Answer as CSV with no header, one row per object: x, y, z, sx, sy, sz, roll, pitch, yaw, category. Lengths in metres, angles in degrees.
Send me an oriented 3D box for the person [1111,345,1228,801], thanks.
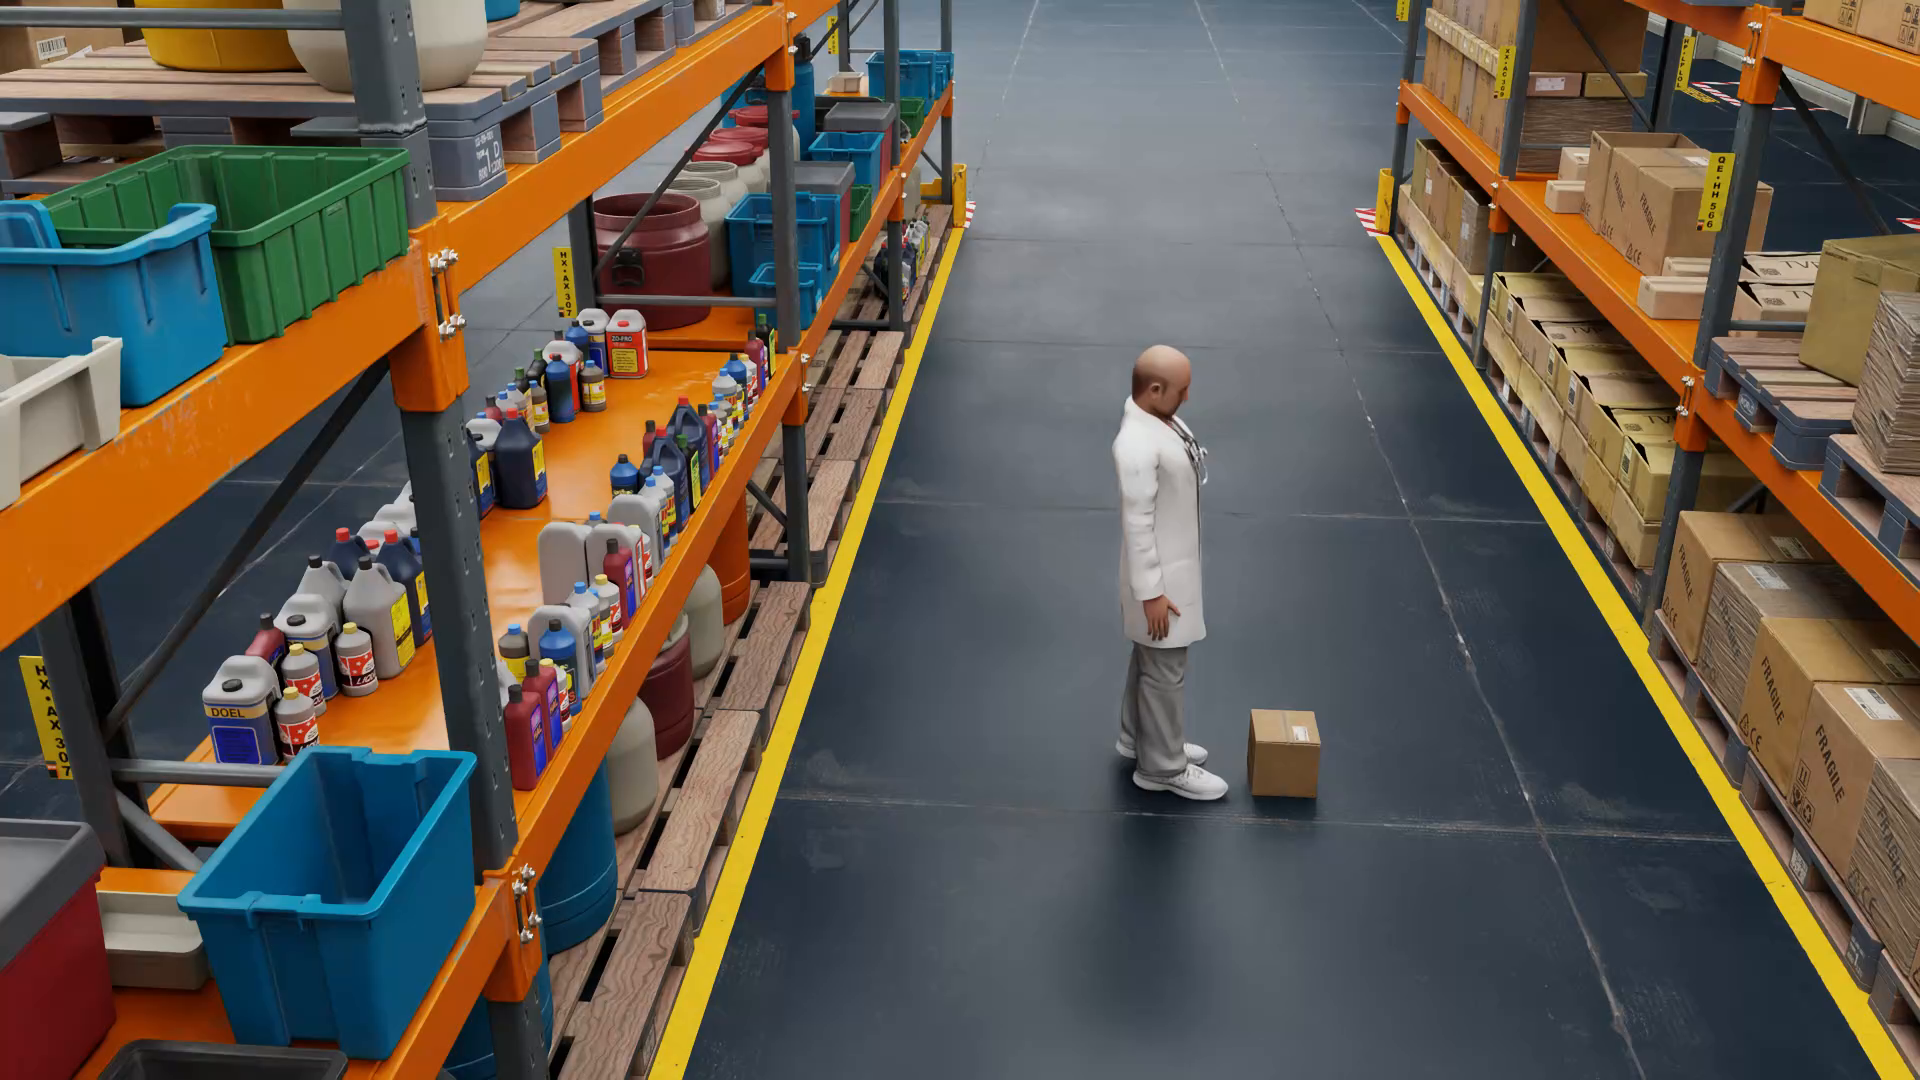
0.821,0.133,6.308,0.509,1.797,0.636,4,25,9,person
